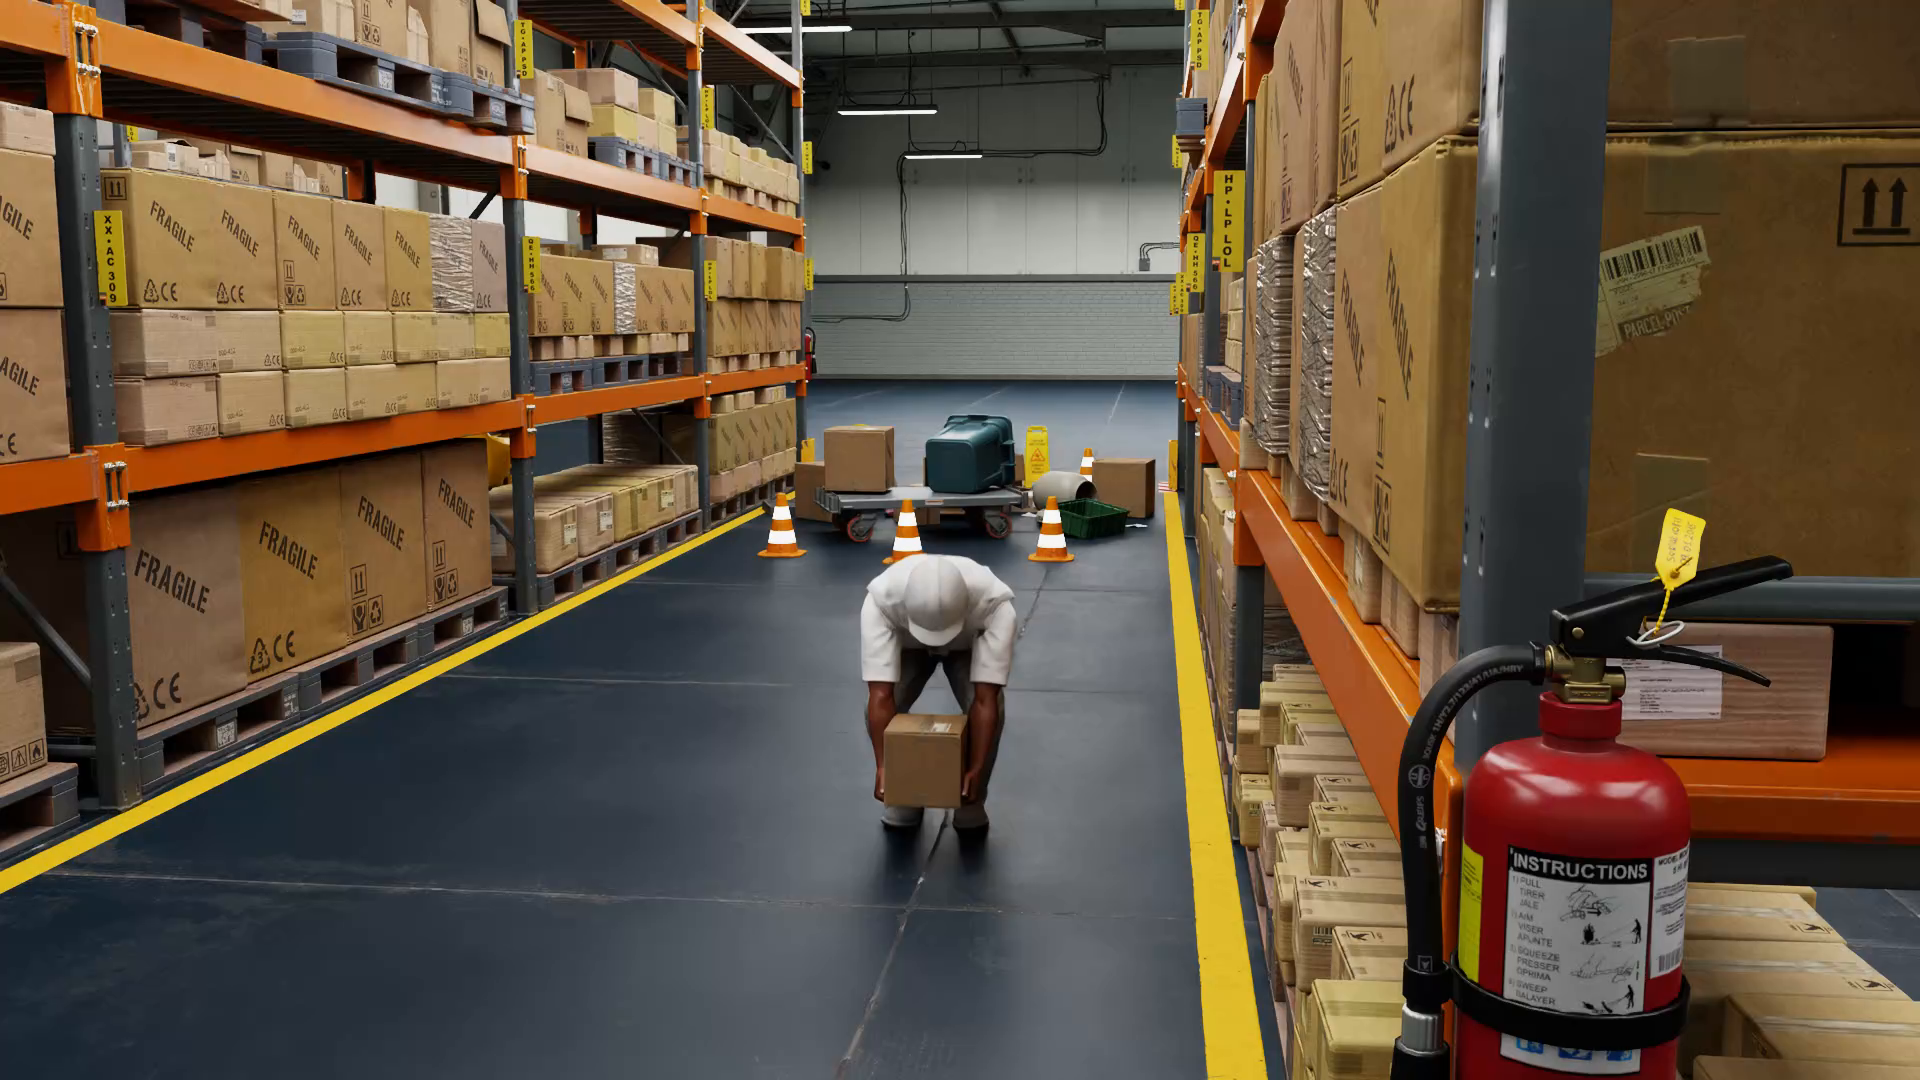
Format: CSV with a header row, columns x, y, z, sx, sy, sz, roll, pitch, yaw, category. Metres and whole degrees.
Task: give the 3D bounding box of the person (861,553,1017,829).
x,y,z,sx,sy,sz,roll,pitch,yaw,category
-0.065,0.509,5.717,0.527,1.017,0.948,1,8,4,person
